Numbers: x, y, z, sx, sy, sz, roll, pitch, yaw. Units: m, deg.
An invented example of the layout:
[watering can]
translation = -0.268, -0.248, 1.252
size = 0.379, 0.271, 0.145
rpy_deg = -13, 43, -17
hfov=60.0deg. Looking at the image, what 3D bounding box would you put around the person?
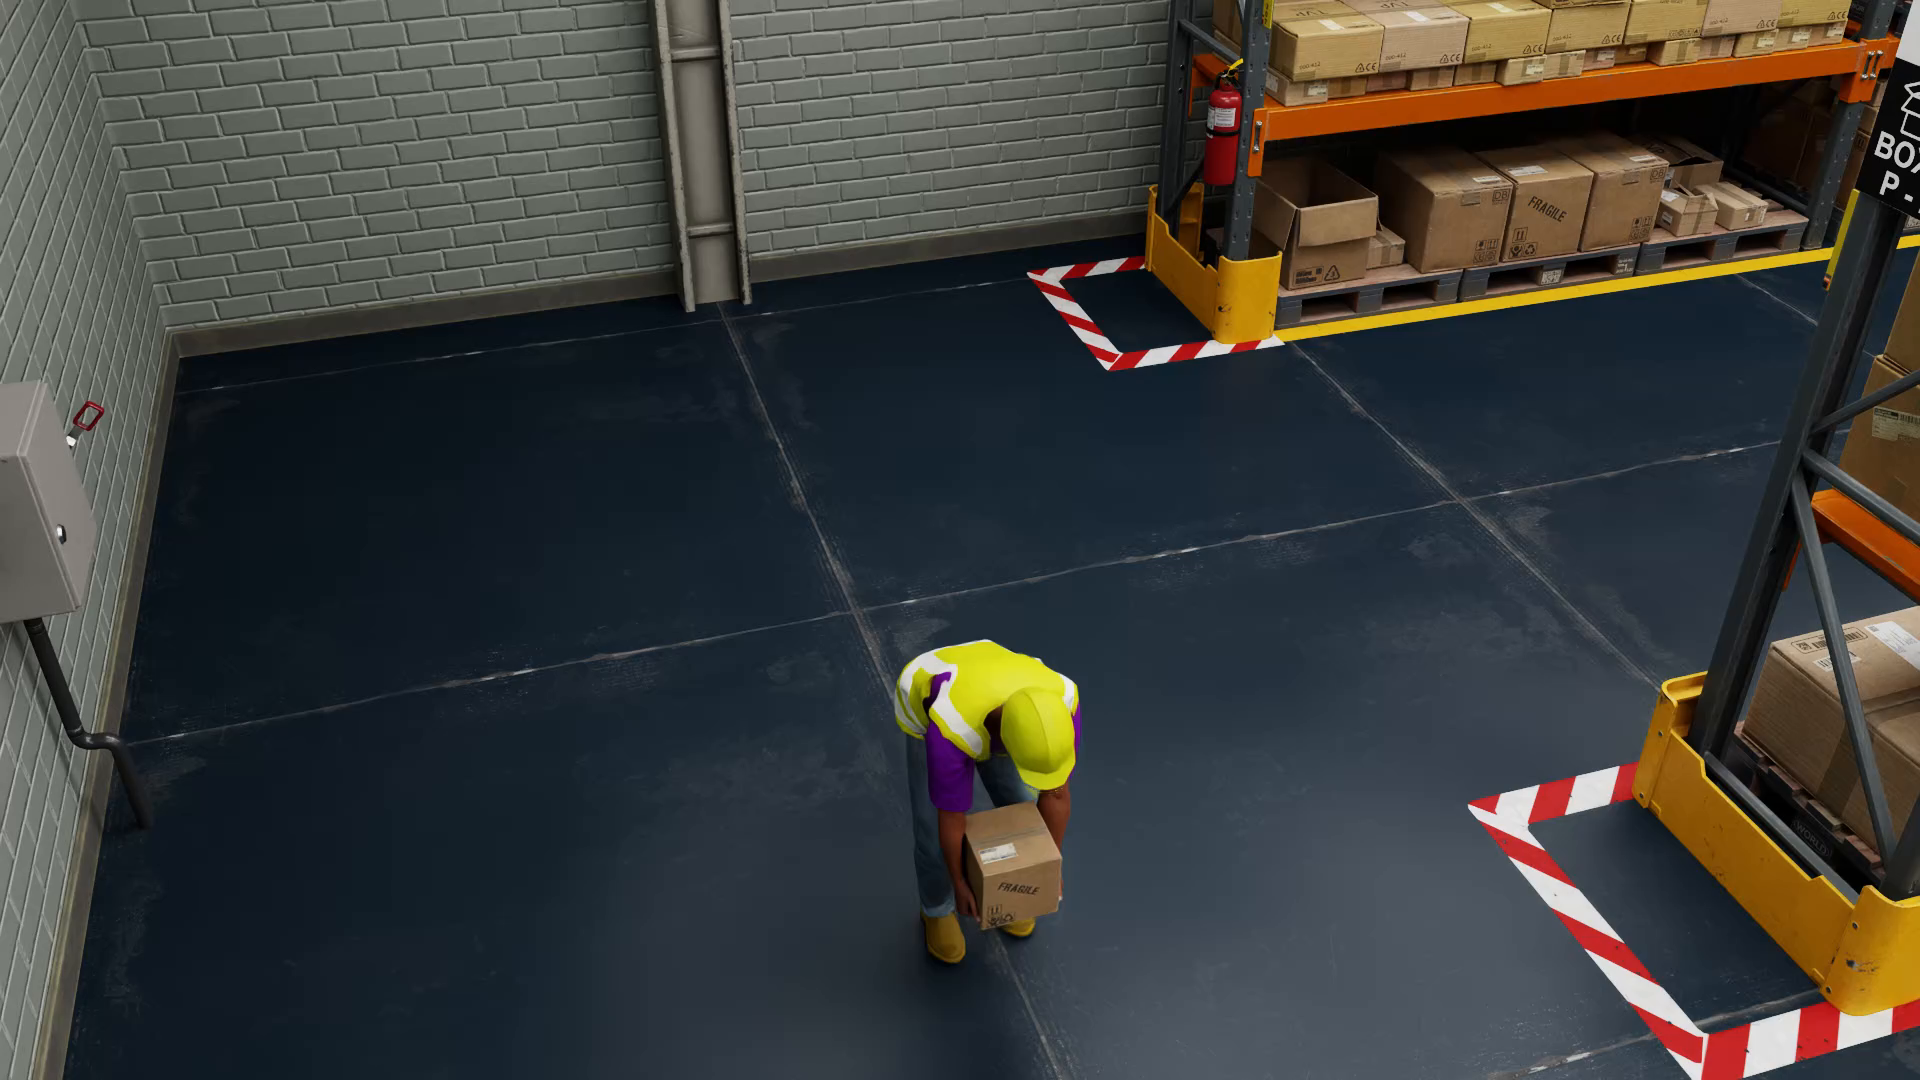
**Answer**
[person]
translation = 0.108, 0.828, 5.228
size = 0.490, 1.375, 0.898
rpy_deg = -11, 35, -16
